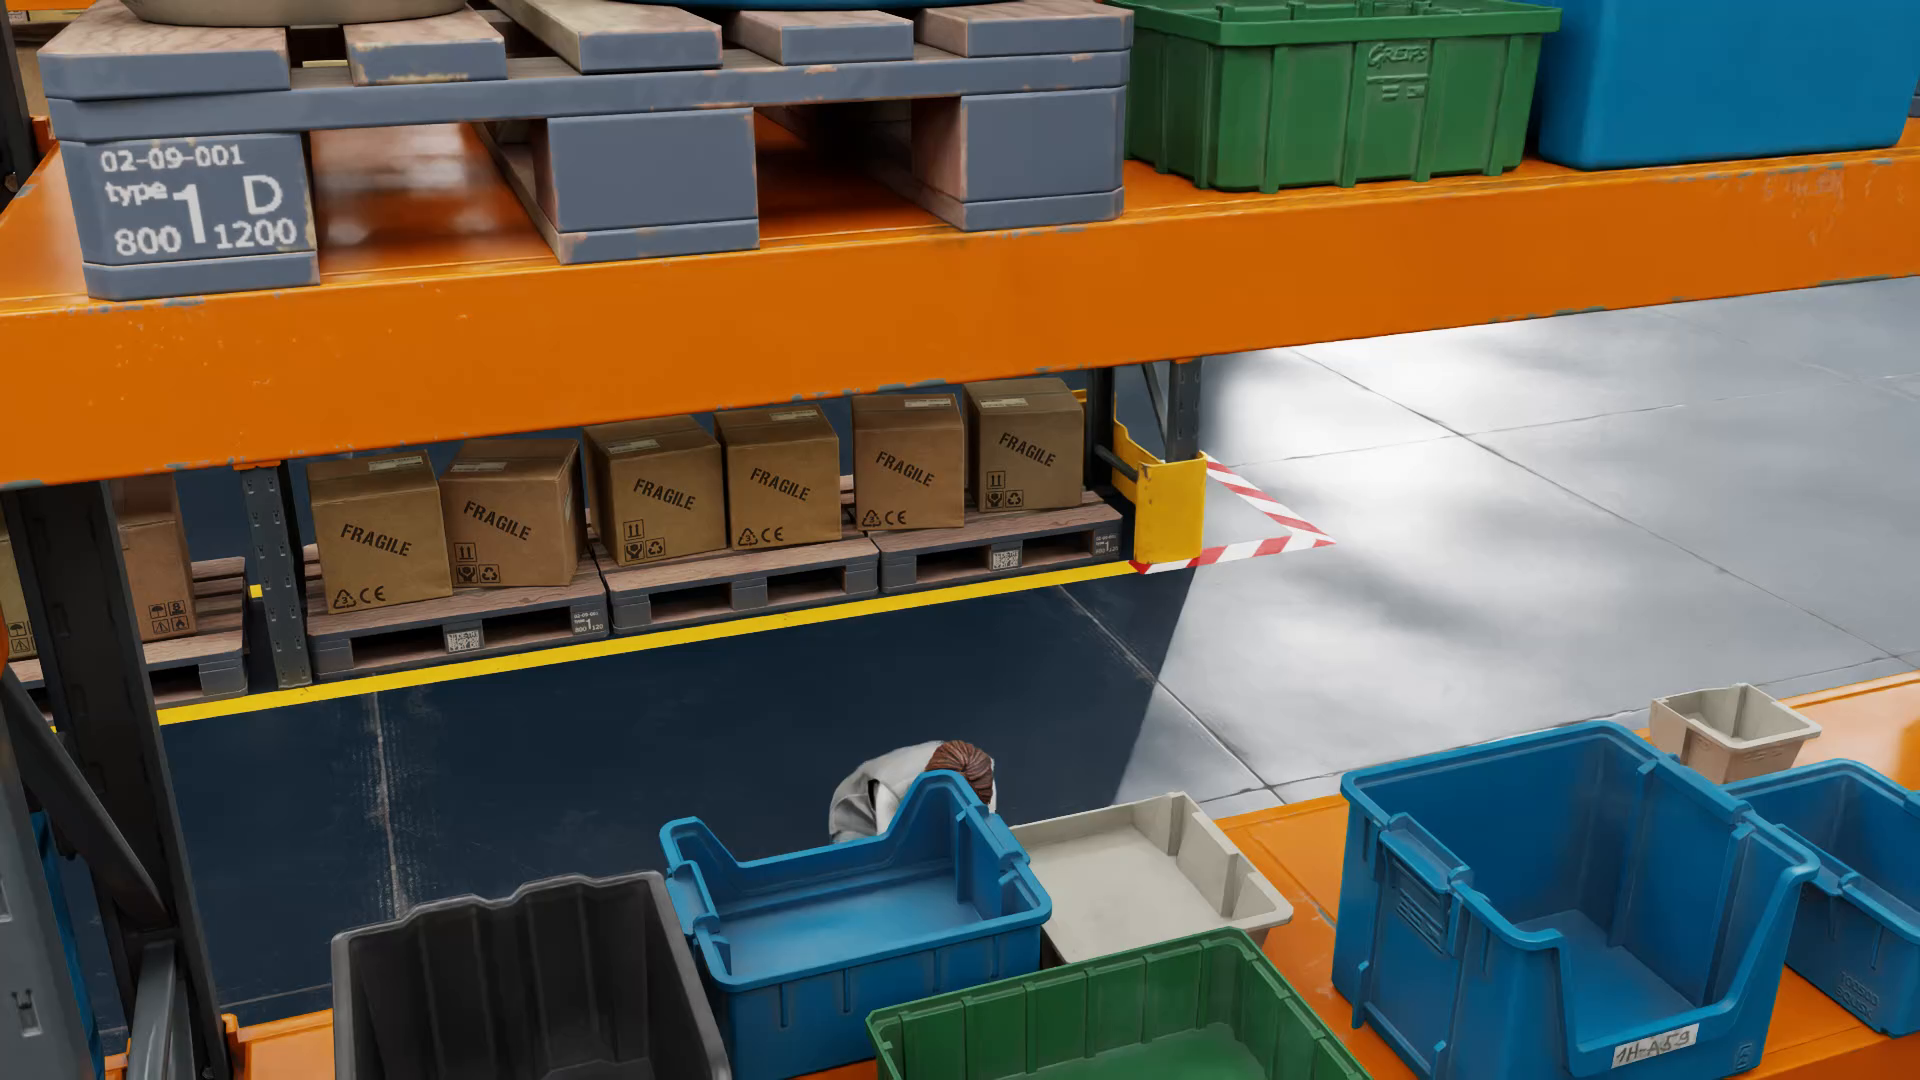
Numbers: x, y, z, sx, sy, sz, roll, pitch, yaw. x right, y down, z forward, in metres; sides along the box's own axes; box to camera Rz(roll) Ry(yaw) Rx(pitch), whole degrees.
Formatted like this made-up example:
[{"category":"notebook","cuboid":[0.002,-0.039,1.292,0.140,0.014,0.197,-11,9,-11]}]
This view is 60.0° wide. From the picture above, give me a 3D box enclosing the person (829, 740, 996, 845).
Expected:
[{"category":"person","cuboid":[-0.119,0.914,4.859,0.425,0.894,0.825,-9,24,-20]}]
